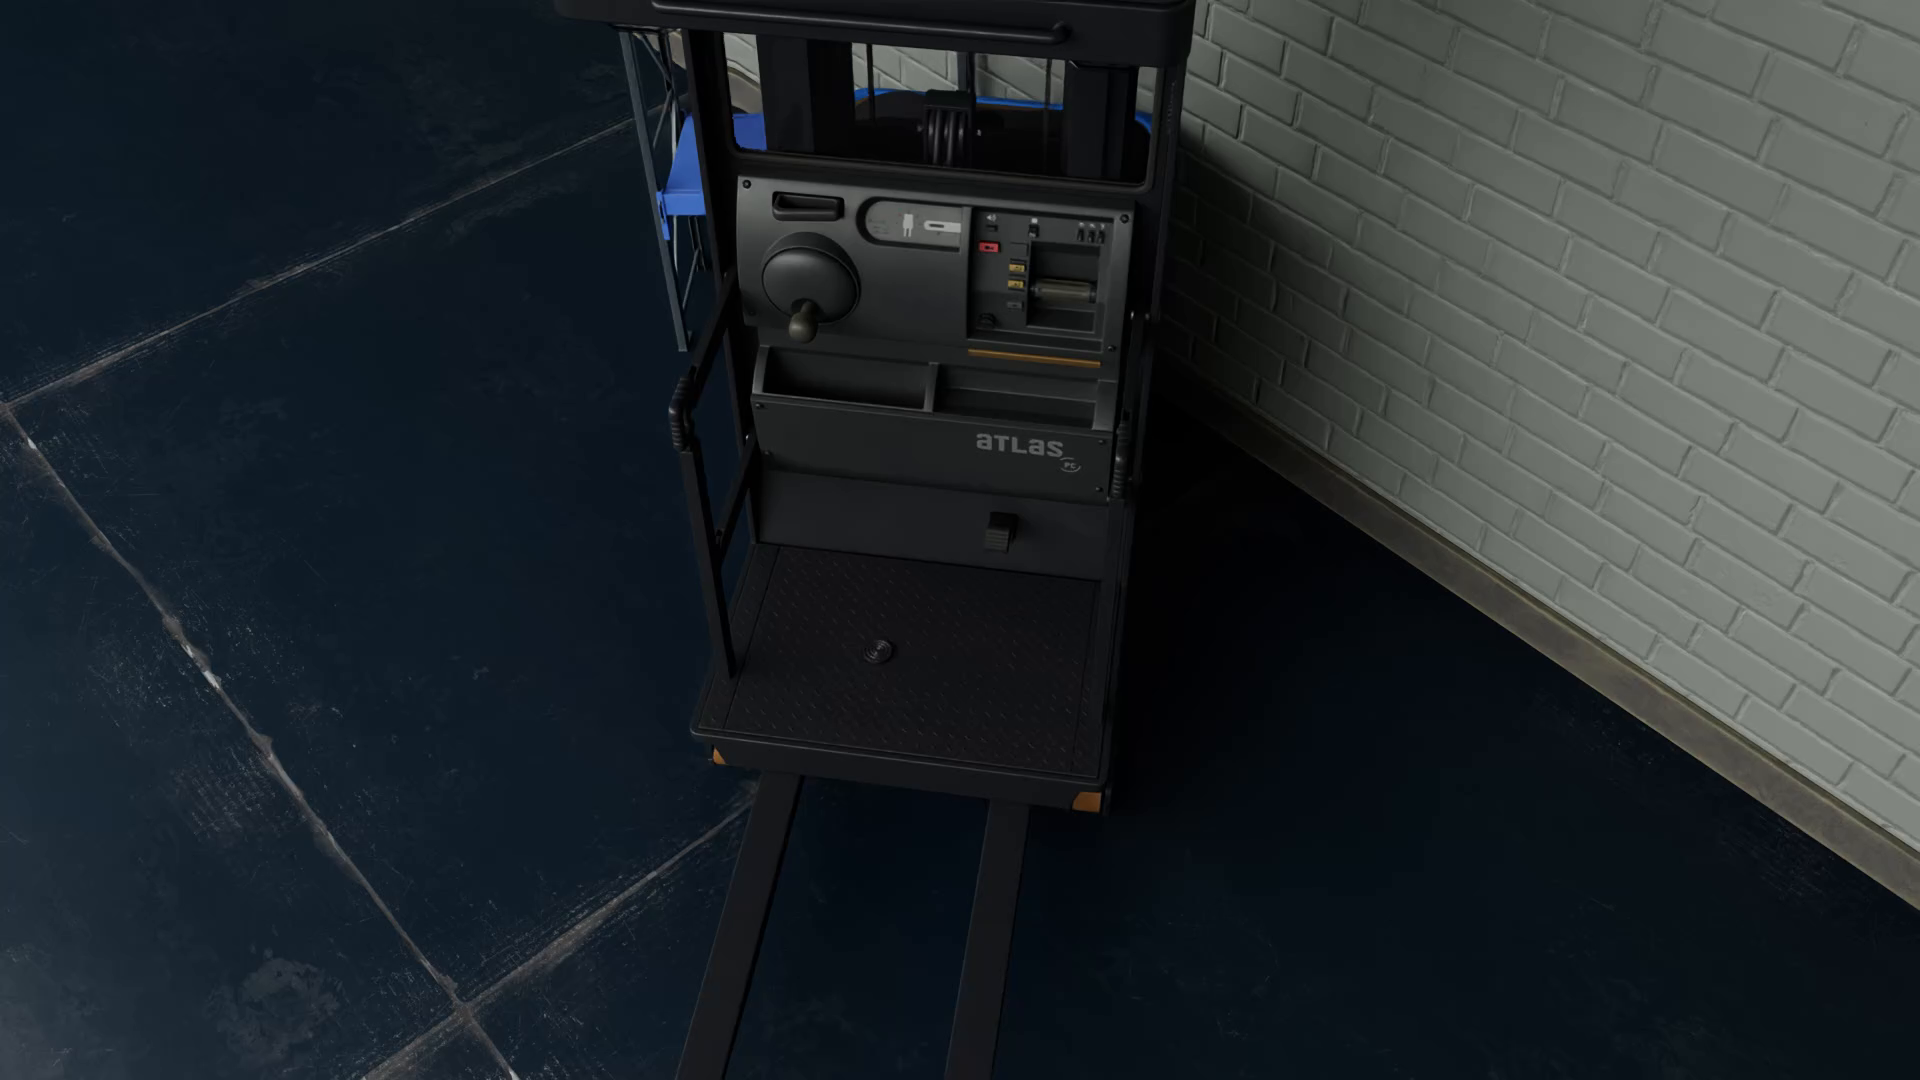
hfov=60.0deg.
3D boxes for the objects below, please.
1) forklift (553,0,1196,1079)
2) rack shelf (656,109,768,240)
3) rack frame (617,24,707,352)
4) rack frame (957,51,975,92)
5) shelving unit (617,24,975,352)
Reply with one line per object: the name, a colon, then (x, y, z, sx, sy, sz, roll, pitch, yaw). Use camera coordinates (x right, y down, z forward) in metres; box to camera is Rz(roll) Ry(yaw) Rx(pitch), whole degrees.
forklift: (-0.095, -0.538, 3.752, 1.130, 2.935, 3.031, 6, 48, 6)
rack shelf: (-0.475, -1.241, 5.610, 1.000, 0.185, 0.538, 0, 45, 3)
rack frame: (-0.989, -1.369, 5.505, 0.032, 1.500, 0.500, 0, 45, 3)
rack frame: (0.027, -1.367, 5.460, 0.032, 1.500, 0.500, 0, 45, 3)
shelving unit: (-0.481, -1.368, 5.483, 1.048, 1.500, 0.538, 0, 45, 3)
